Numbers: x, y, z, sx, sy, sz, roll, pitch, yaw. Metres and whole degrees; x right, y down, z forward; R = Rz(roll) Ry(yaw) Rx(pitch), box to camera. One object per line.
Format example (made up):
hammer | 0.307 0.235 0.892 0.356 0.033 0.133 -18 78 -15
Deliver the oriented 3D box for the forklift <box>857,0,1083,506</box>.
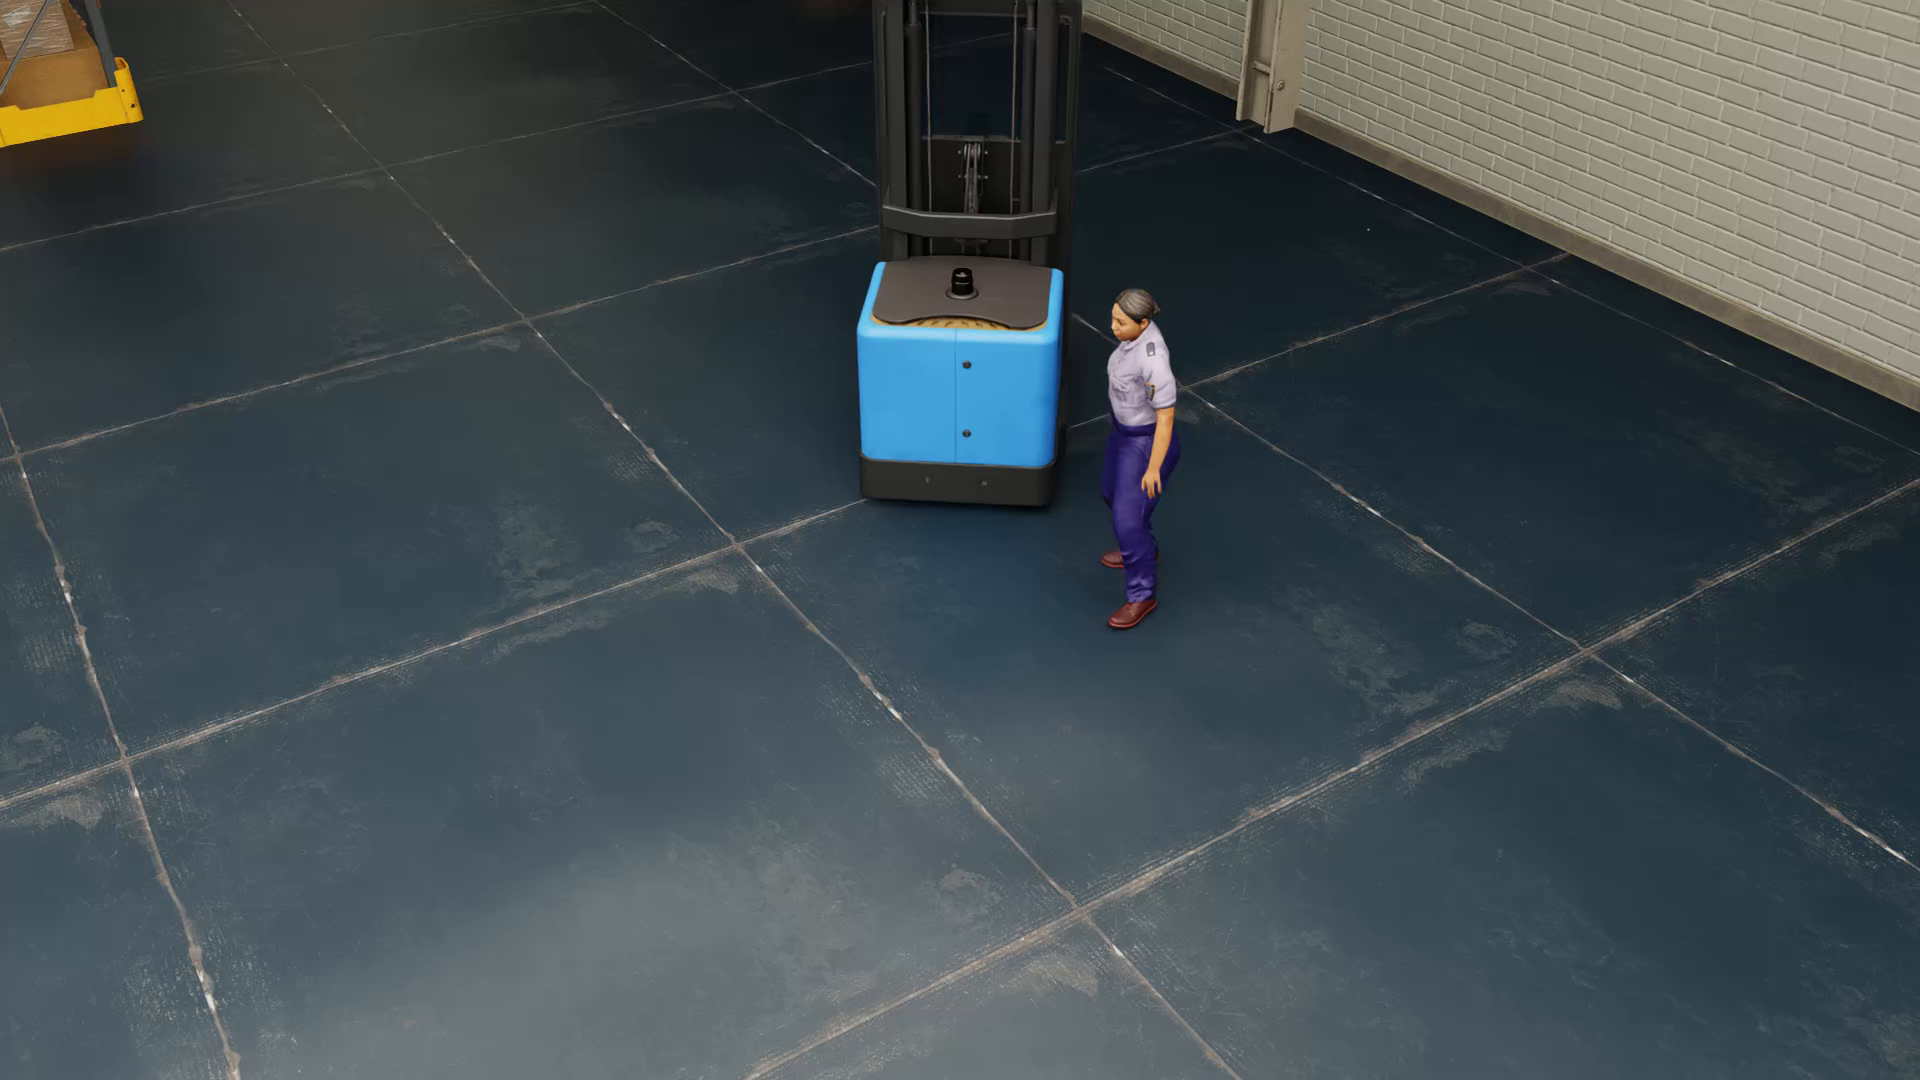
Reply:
forklift | 0.112 -2.208 9.291 1.130 2.935 3.031 3 35 4

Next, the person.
person | 0.861 -0.455 7.946 0.374 1.621 0.796 -4 35 -6
